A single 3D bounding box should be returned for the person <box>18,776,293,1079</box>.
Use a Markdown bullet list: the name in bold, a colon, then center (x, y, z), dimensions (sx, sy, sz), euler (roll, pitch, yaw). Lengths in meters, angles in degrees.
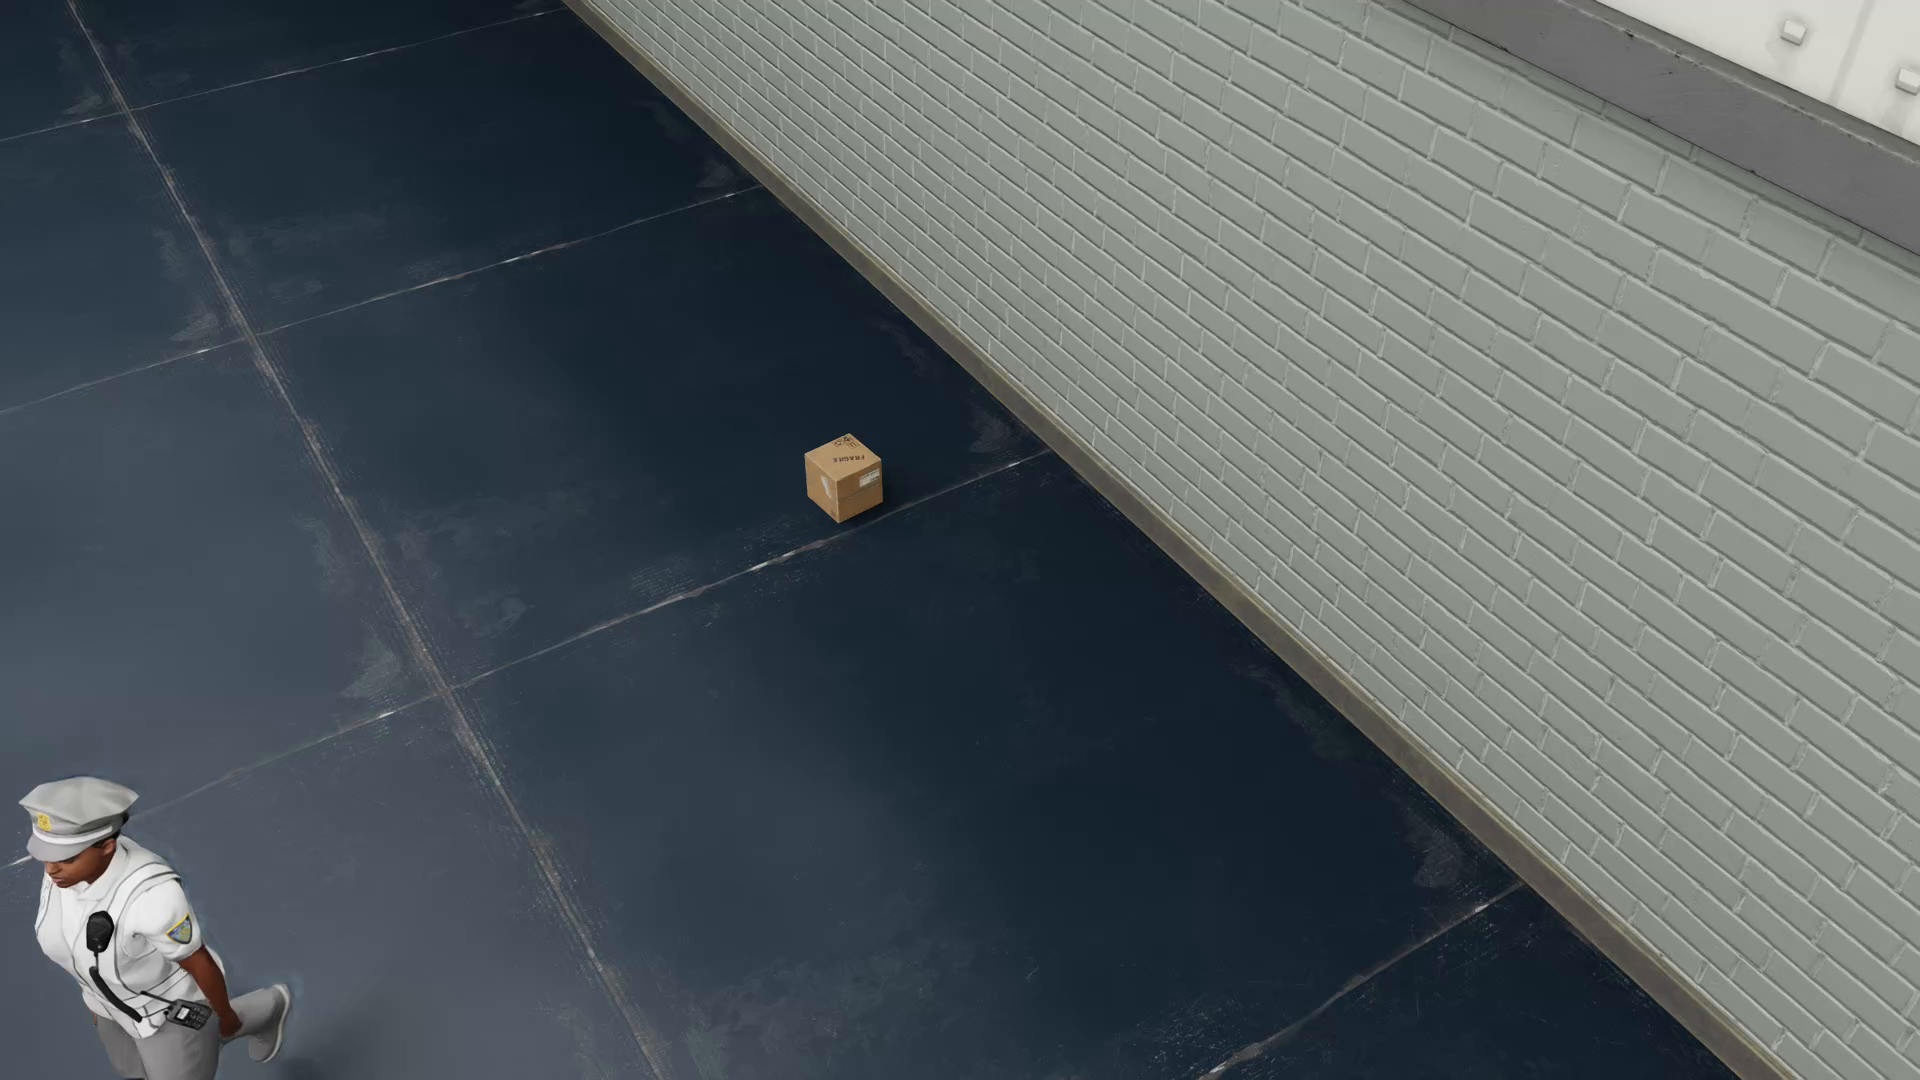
- **person**: center (-2.217, 1.238, 4.680), dimensions (0.432, 1.680, 0.663), euler (22, 46, 23)
